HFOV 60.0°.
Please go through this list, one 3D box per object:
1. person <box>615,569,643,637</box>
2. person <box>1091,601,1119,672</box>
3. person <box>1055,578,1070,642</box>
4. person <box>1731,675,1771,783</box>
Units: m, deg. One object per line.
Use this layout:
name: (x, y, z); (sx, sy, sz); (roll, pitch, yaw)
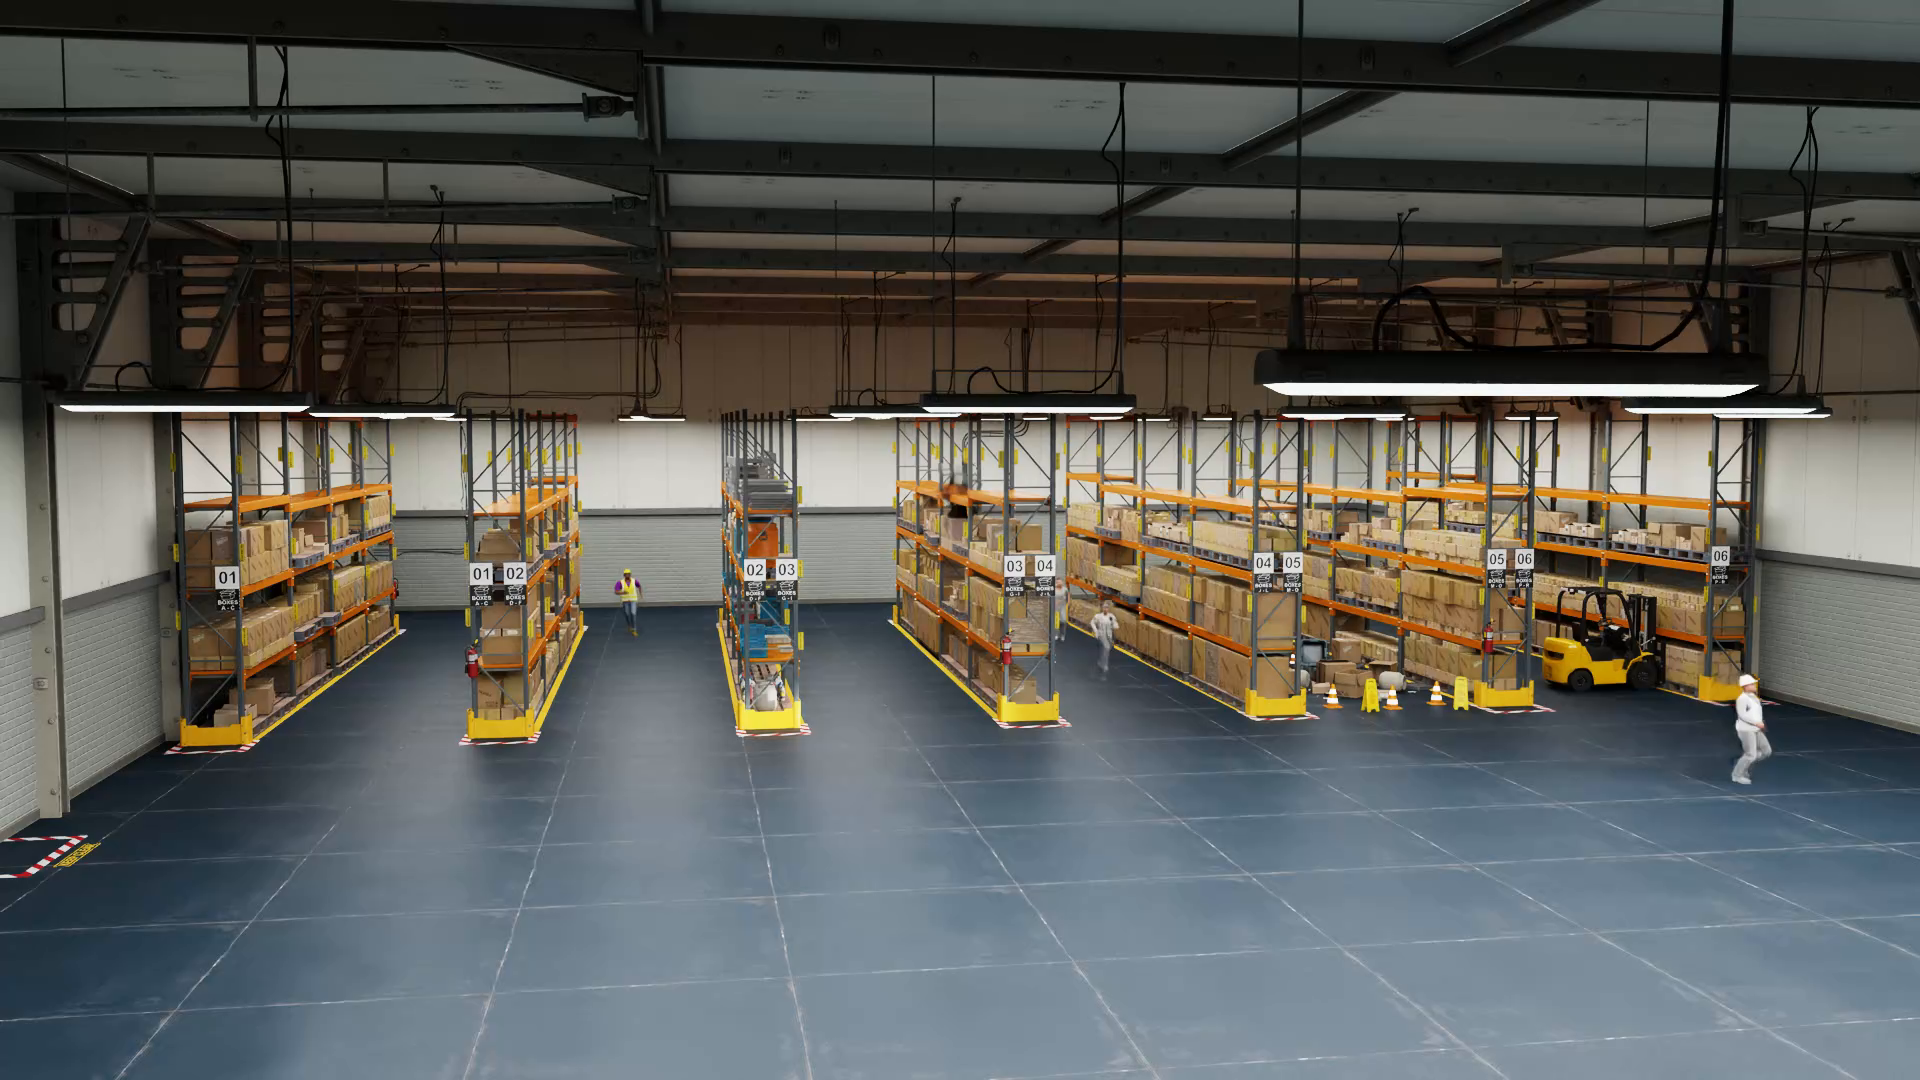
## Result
person: (-8.984, 1.695, 45.097); (0.741, 1.812, 0.891); (-1, 4, -8)
person: (3.281, 2.142, 37.347); (0.584, 1.554, 0.812); (-1, 4, -13)
person: (2.643, 1.842, 43.882); (0.574, 1.715, 0.714); (0, 4, -6)
person: (12.601, 3.009, 26.468); (0.552, 1.731, 0.672); (4, 5, 43)
